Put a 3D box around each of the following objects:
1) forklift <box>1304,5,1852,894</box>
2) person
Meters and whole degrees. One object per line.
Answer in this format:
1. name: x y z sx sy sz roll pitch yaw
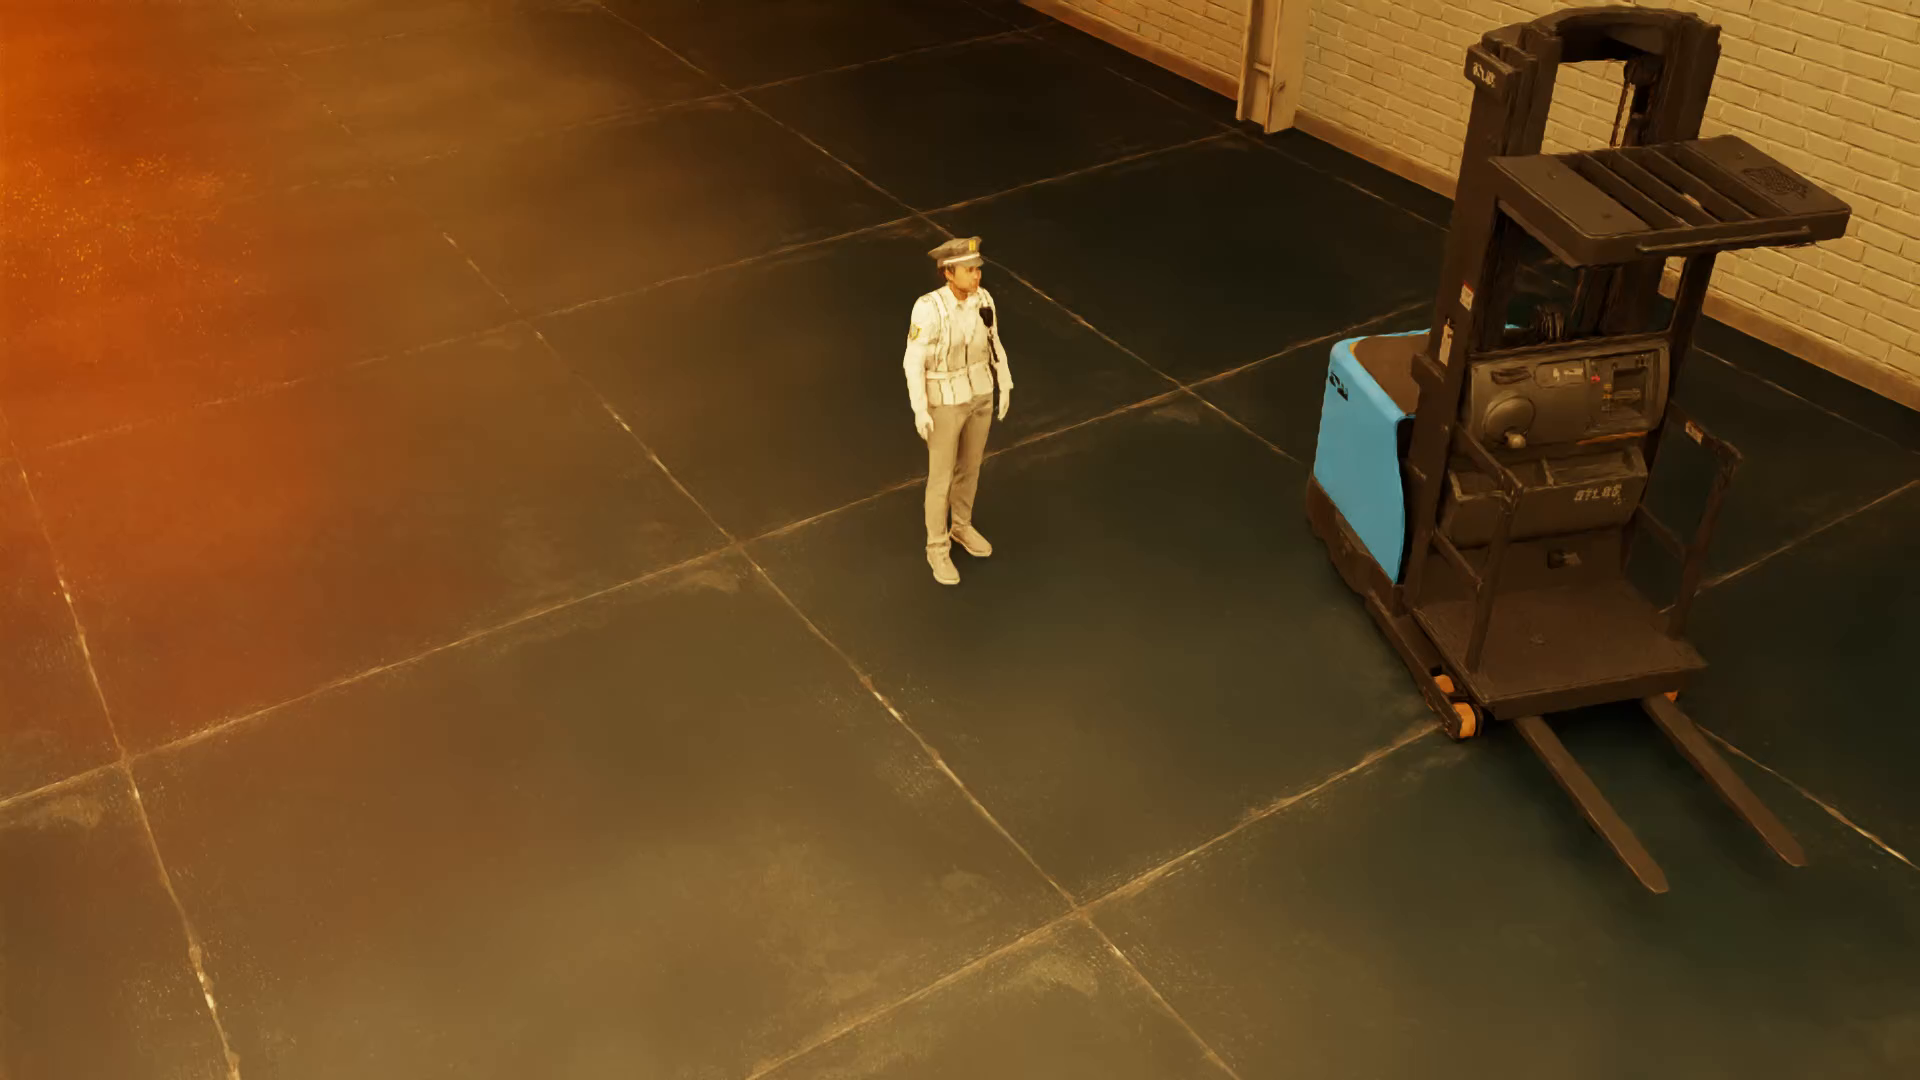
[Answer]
1. forklift: 2.652 -0.553 6.935 1.130 2.935 3.031 -8 36 -11
2. person: 0.031 -0.665 8.156 0.586 1.695 0.532 -21 40 -27
